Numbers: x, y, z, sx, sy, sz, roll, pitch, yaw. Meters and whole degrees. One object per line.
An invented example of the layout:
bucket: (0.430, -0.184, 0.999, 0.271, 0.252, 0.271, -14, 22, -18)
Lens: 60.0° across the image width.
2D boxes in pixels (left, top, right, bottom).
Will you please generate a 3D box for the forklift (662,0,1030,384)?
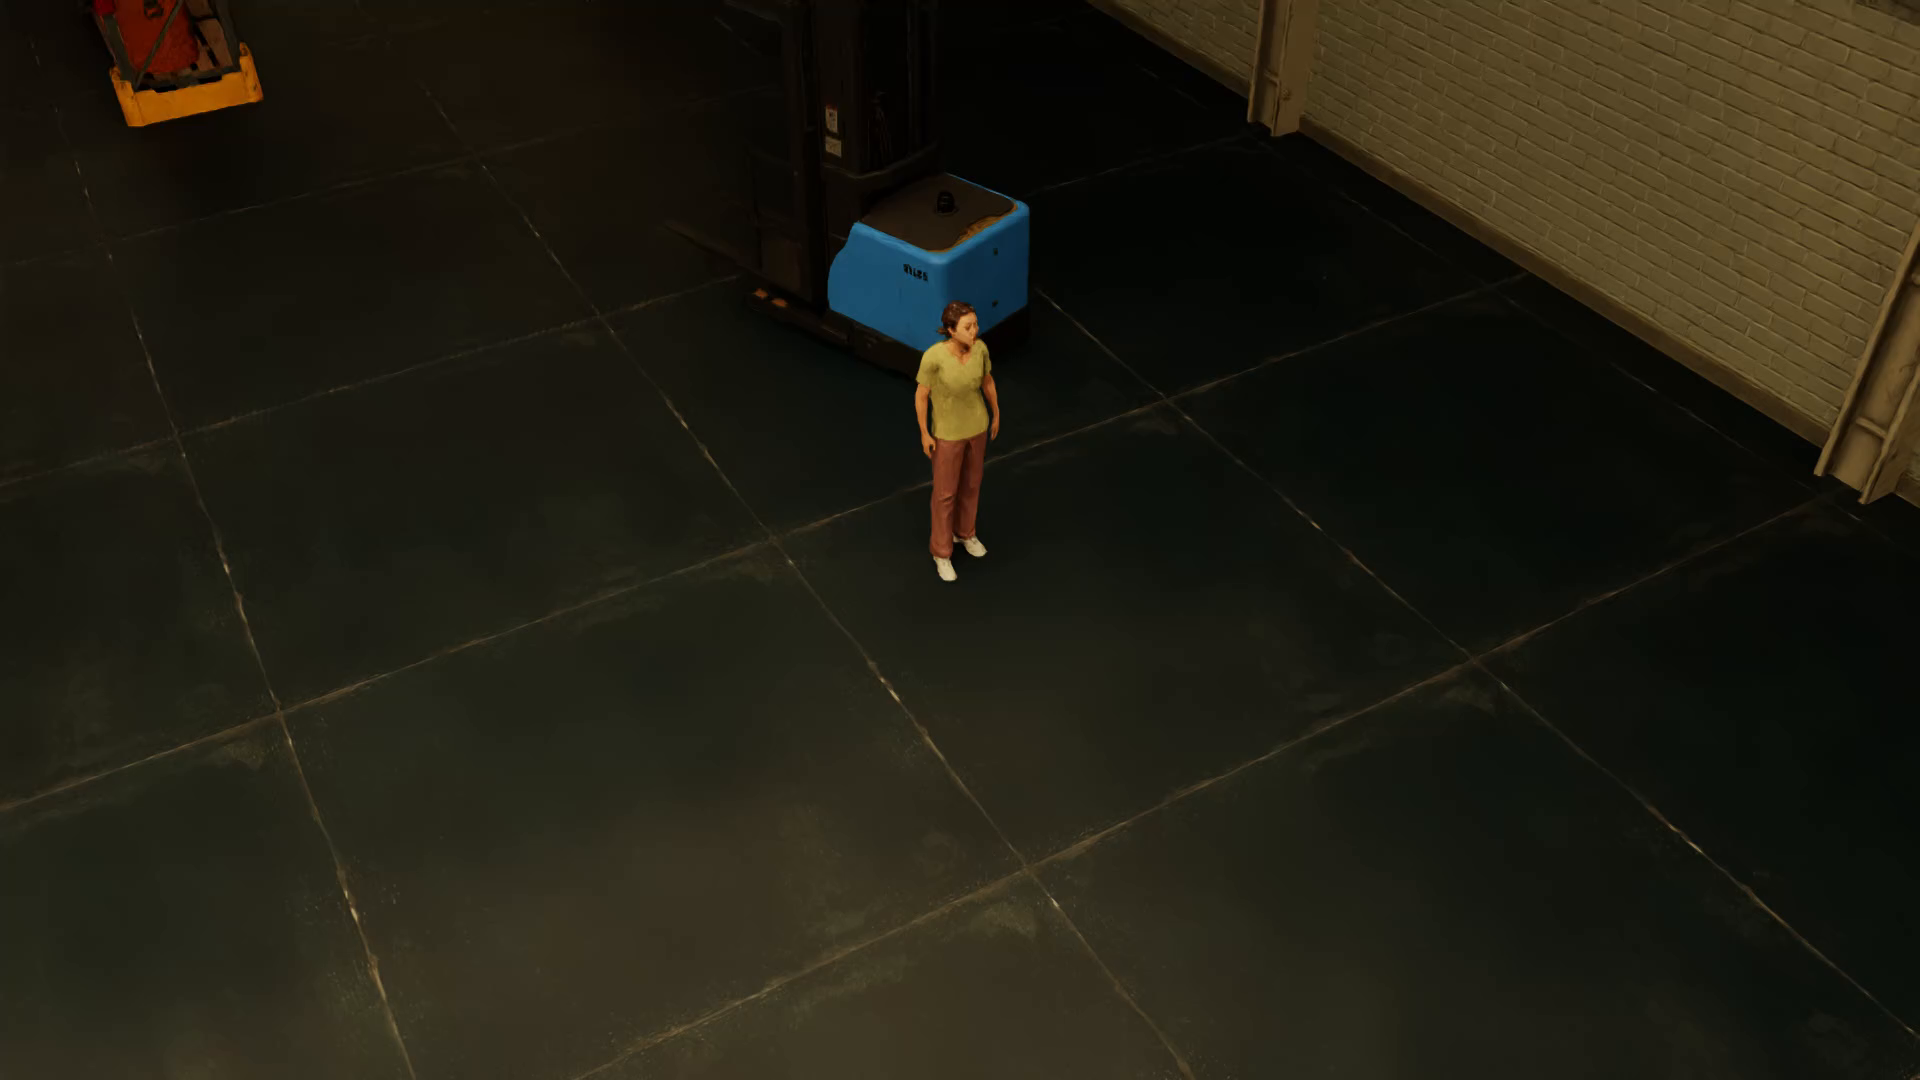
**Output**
forklift: (-0.954, -2.976, 11.624, 3.031, 2.935, 1.130, 28, 47, 30)

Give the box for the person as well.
person: (0.028, -0.606, 9.739, 0.554, 1.674, 0.548, -20, 44, -23)
